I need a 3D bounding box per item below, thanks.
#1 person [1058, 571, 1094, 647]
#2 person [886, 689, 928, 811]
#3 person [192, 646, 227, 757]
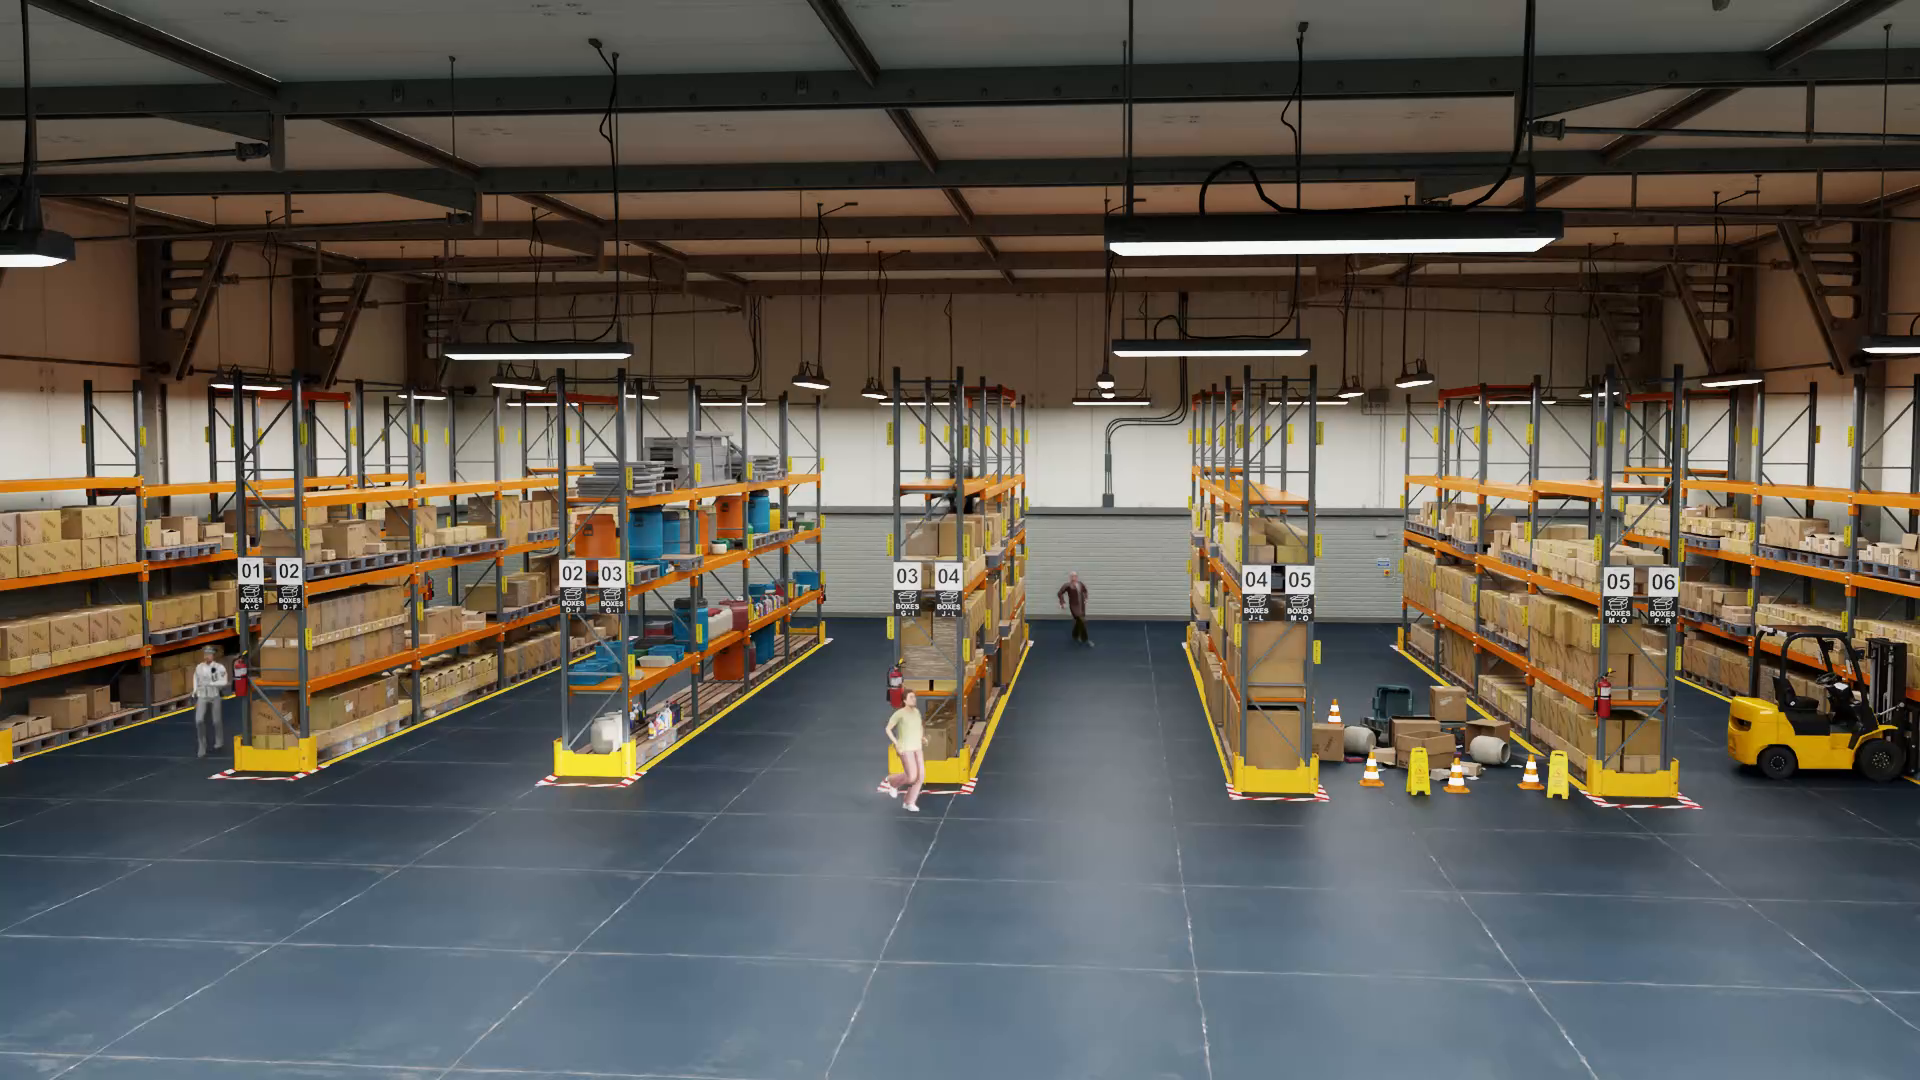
[{"bbox_3d":[2.806,1.636,39.789,0.754,1.778,0.934,-3,5,-39],"label":"person"},{"bbox_3d":[-0.708,2.811,22.362,0.593,1.627,0.565,-3,5,-41],"label":"person"},{"bbox_3d":[-11.851,2.529,26.252,0.576,1.749,0.719,-1,4,-10],"label":"person"}]
